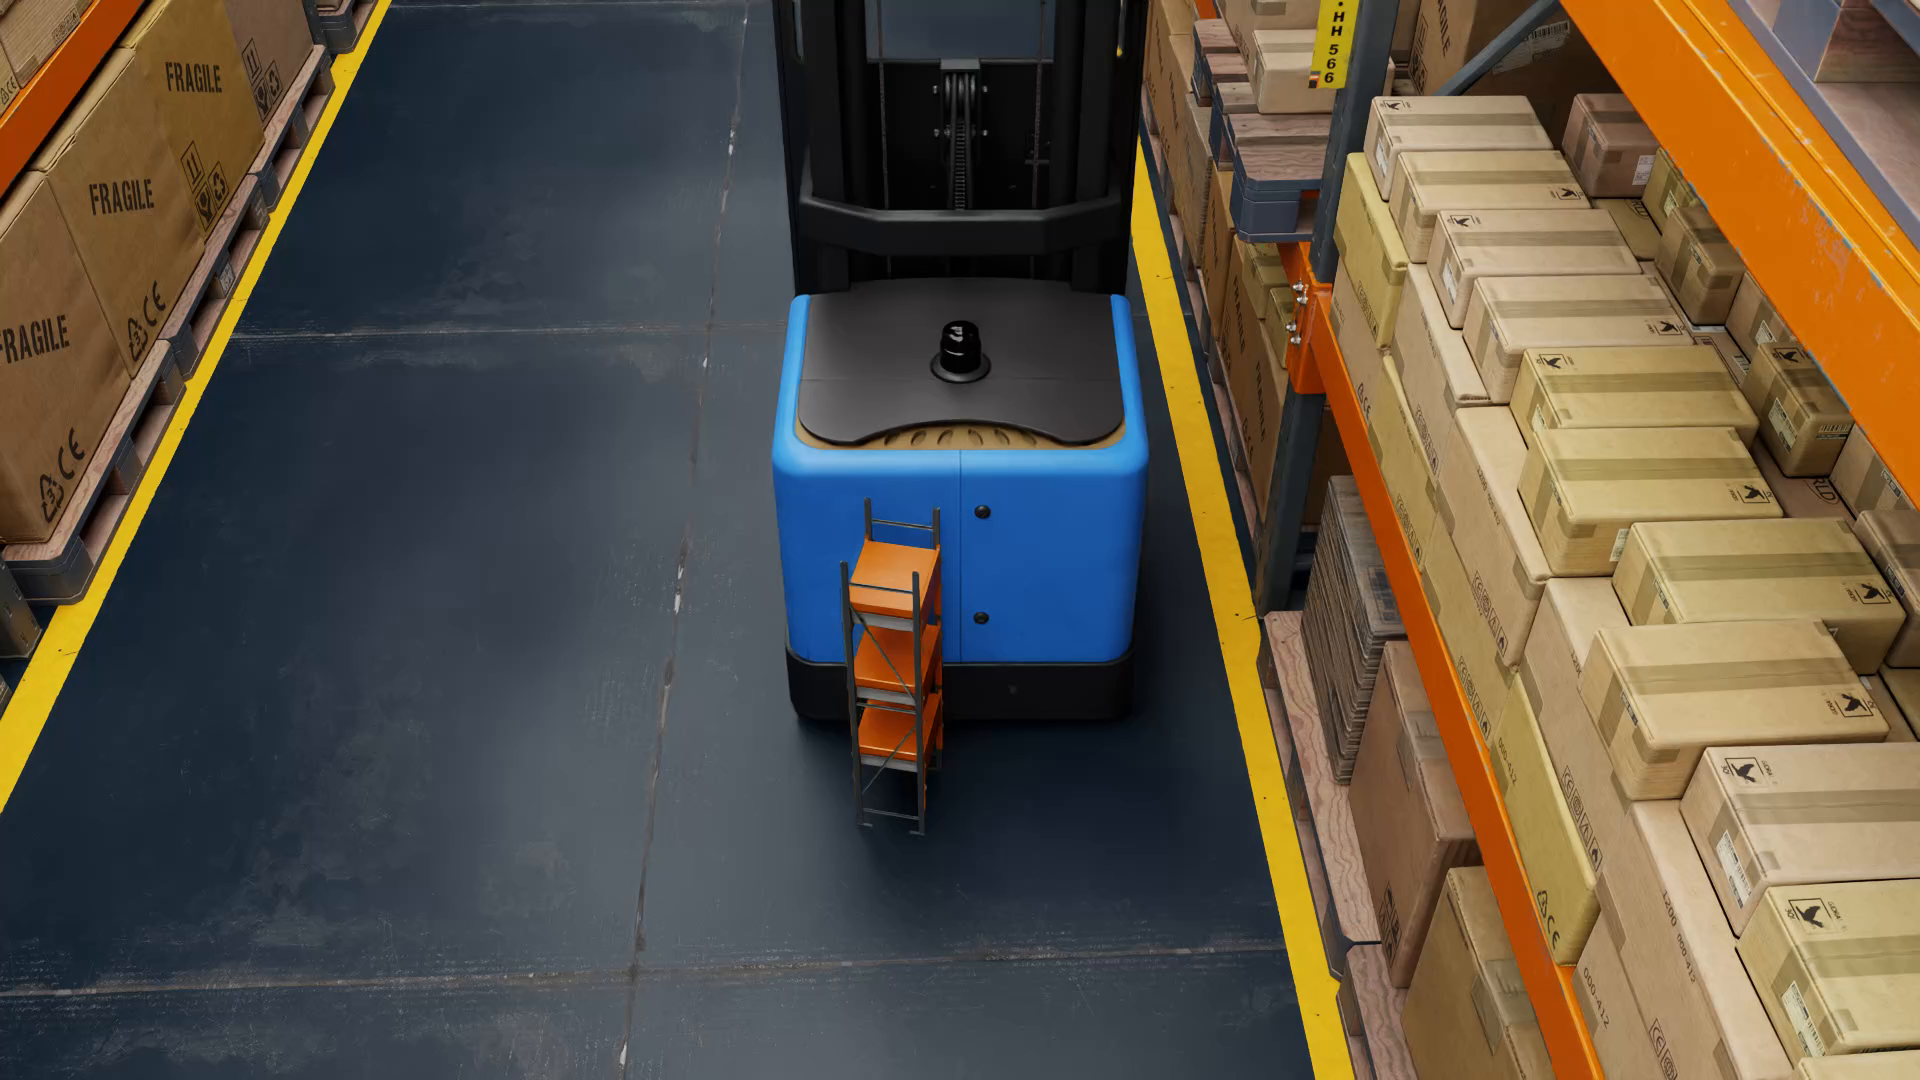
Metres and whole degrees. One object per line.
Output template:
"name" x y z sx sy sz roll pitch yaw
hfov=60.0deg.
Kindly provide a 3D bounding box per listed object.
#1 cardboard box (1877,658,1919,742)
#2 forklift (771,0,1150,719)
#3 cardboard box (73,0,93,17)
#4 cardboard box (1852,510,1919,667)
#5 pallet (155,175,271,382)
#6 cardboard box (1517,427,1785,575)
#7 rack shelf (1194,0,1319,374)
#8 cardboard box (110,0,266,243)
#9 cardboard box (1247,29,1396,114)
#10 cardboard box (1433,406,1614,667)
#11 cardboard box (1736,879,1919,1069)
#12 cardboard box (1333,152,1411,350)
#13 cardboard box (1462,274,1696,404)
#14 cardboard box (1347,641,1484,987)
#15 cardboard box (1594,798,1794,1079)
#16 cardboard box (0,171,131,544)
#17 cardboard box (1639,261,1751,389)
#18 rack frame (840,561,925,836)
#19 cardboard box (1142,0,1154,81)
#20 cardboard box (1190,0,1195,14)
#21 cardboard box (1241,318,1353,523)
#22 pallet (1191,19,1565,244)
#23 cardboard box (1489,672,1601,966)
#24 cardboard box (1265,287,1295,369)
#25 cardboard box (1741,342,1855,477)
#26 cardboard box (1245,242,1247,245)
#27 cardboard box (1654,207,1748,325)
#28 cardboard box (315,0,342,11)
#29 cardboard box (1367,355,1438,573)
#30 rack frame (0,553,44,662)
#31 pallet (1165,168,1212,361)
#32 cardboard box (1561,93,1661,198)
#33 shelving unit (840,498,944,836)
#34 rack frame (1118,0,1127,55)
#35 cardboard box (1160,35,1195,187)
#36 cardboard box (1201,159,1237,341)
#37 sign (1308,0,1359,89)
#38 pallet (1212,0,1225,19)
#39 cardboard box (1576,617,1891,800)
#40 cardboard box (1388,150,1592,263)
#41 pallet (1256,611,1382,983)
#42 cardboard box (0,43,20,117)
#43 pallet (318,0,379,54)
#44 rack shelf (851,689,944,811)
"cardboard box" 1.828 0.297 2.947 0.500 0.250 0.500 -2 43 -3
"forklift" 0.000 -1.506 5.224 1.130 2.935 3.031 0 43 0
"cardboard box" -3.333 -2.064 5.892 0.500 0.250 0.500 -2 43 -2
"cardboard box" 1.776 0.081 2.888 0.380 0.149 0.250 -1 43 -1
"pallet" -3.491 -1.076 6.767 1.003 0.211 1.213 -2 43 -2
"cardboard box" 1.260 -0.074 3.057 0.380 0.149 0.250 -1 43 -1
"rack shelf" 1.391 -1.978 6.220 1.077 0.370 4.000 -2 43 -2
"cardboard box" -3.501 -1.794 6.749 0.875 0.875 0.875 -1 43 -1
"cardboard box" 1.064 -1.387 4.919 0.380 0.149 0.250 -1 43 -1
"cardboard box" 1.275 -0.023 3.296 0.500 0.250 0.500 -3 43 -3
"cardboard box" 1.330 0.615 2.305 0.380 0.149 0.250 -3 43 -3
"cardboard box" 1.225 -0.714 4.051 0.500 0.250 0.500 -2 43 -2
"cardboard box" 1.268 -0.416 3.430 0.380 0.149 0.250 -1 43 -1
"cardboard box" 1.524 0.690 4.224 0.875 0.625 0.625 0 43 0
"cardboard box" 1.324 0.662 2.549 0.500 0.250 0.500 -1 43 -1
"cardboard box" -3.430 -0.588 5.433 0.875 0.875 0.875 -2 43 -2
"cardboard box" 1.796 -0.381 3.687 0.500 0.250 0.500 -1 43 -1
"rack frame" -0.200 0.454 4.477 0.200 1.050 0.008 8 43 8
"cardboard box" 1.101 -2.493 7.789 0.500 0.500 0.500 0 43 0
"cardboard box" 1.192 -2.273 7.069 0.380 0.149 0.250 -2 43 -3
"cardboard box" 1.243 -0.405 5.511 0.500 0.500 0.500 -1 43 -1
"pallet" 1.377 -1.278 5.066 1.213 0.211 1.003 -2 43 -2
"cardboard box" 1.316 0.507 3.088 0.500 0.250 0.500 0 43 0
"cardboard box" 1.201 -0.691 5.343 0.380 0.149 0.250 -4 43 -4
"cardboard box" 1.778 -0.263 3.262 0.380 0.149 0.250 -2 43 -2
"cardboard box" 1.192 -1.054 5.739 0.380 0.149 0.250 -3 43 -3
"cardboard box" 1.764 -0.605 3.636 0.380 0.149 0.250 -2 43 -2
"cardboard box" -3.573 -3.085 8.482 0.875 0.438 0.875 -2 43 -2
"cardboard box" 1.267 -0.191 3.850 0.500 0.250 0.500 -2 43 -3
"rack frame" -3.484 -0.748 4.346 1.000 3.000 0.127 -2 43 -2
"pallet" 1.433 -1.191 6.894 1.003 0.211 1.213 -2 43 -2
"cardboard box" 1.691 -0.955 4.018 0.380 0.149 0.250 0 43 0
"shelving unit" -0.175 0.374 4.565 0.215 1.050 0.252 8 43 8
"rack frame" 1.306 -3.593 7.450 1.000 3.000 0.127 -2 43 -2
"cardboard box" 1.151 -1.797 7.030 0.500 0.500 0.500 -3 43 -3
"cardboard box" 1.207 -1.097 6.266 0.500 0.500 0.500 0 43 0
"sign" 0.934 -1.268 4.116 0.100 0.325 0.005 -2 43 -2
"pallet" 1.388 -2.135 6.001 1.003 0.211 1.213 -2 43 -2
"cardboard box" 1.236 0.269 2.683 0.380 0.149 0.250 -3 43 -3
"cardboard box" 1.207 -0.765 3.811 0.380 0.149 0.250 -1 43 -1
"pallet" 1.471 0.692 4.839 1.003 0.211 1.213 -2 43 -2
"cardboard box" -3.292 -1.376 5.142 0.500 0.250 0.500 -3 43 -3
"pallet" -3.608 -2.936 8.797 1.003 0.211 1.213 -2 43 -2
"rack shelf" -0.175 0.586 4.760 0.215 0.259 0.240 8 43 8
